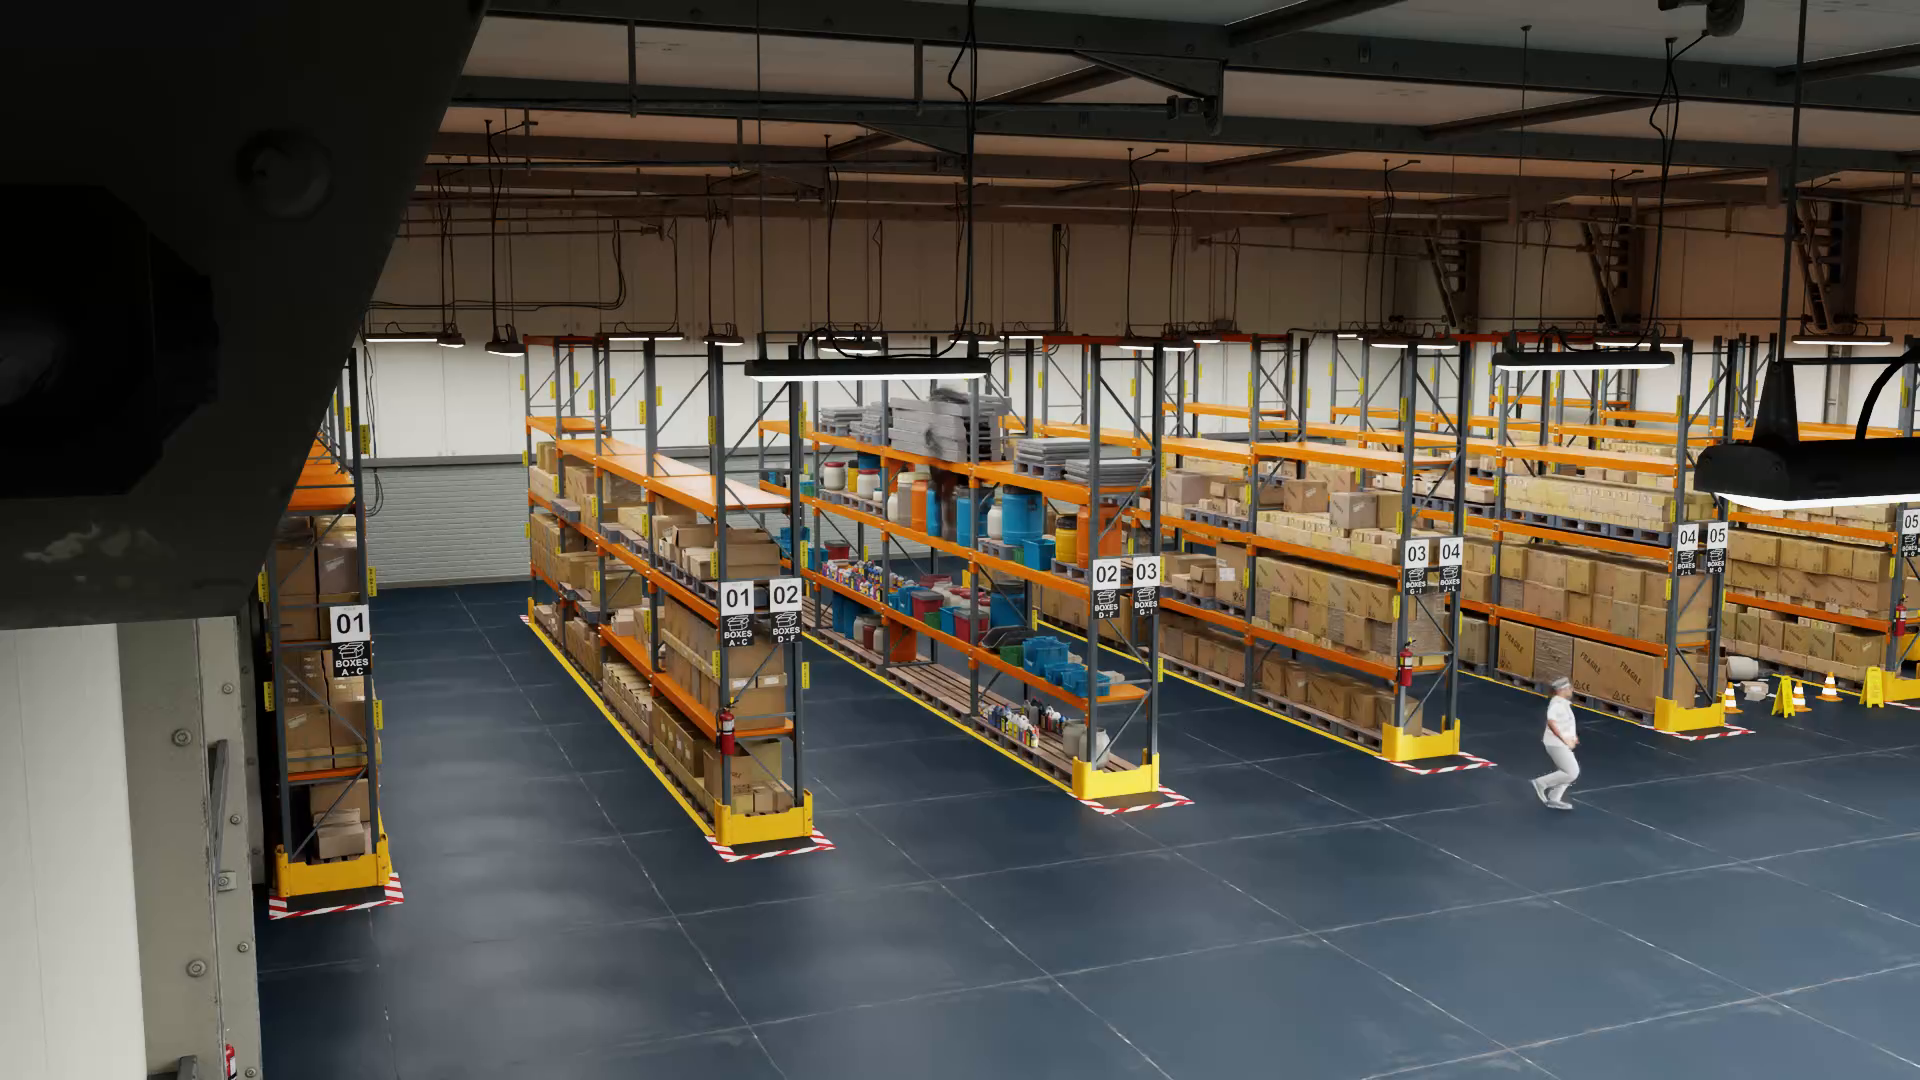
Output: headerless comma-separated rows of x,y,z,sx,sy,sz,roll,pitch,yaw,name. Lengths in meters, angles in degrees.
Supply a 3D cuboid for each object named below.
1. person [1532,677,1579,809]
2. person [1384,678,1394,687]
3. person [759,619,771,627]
7.754,2.620,21.613,0.564,1.713,0.681,3,8,18,person
7.510,1.660,28.773,0.680,1.734,0.644,-4,9,-29,person
-3.820,1.249,32.245,0.641,1.667,0.648,-2,8,-15,person
